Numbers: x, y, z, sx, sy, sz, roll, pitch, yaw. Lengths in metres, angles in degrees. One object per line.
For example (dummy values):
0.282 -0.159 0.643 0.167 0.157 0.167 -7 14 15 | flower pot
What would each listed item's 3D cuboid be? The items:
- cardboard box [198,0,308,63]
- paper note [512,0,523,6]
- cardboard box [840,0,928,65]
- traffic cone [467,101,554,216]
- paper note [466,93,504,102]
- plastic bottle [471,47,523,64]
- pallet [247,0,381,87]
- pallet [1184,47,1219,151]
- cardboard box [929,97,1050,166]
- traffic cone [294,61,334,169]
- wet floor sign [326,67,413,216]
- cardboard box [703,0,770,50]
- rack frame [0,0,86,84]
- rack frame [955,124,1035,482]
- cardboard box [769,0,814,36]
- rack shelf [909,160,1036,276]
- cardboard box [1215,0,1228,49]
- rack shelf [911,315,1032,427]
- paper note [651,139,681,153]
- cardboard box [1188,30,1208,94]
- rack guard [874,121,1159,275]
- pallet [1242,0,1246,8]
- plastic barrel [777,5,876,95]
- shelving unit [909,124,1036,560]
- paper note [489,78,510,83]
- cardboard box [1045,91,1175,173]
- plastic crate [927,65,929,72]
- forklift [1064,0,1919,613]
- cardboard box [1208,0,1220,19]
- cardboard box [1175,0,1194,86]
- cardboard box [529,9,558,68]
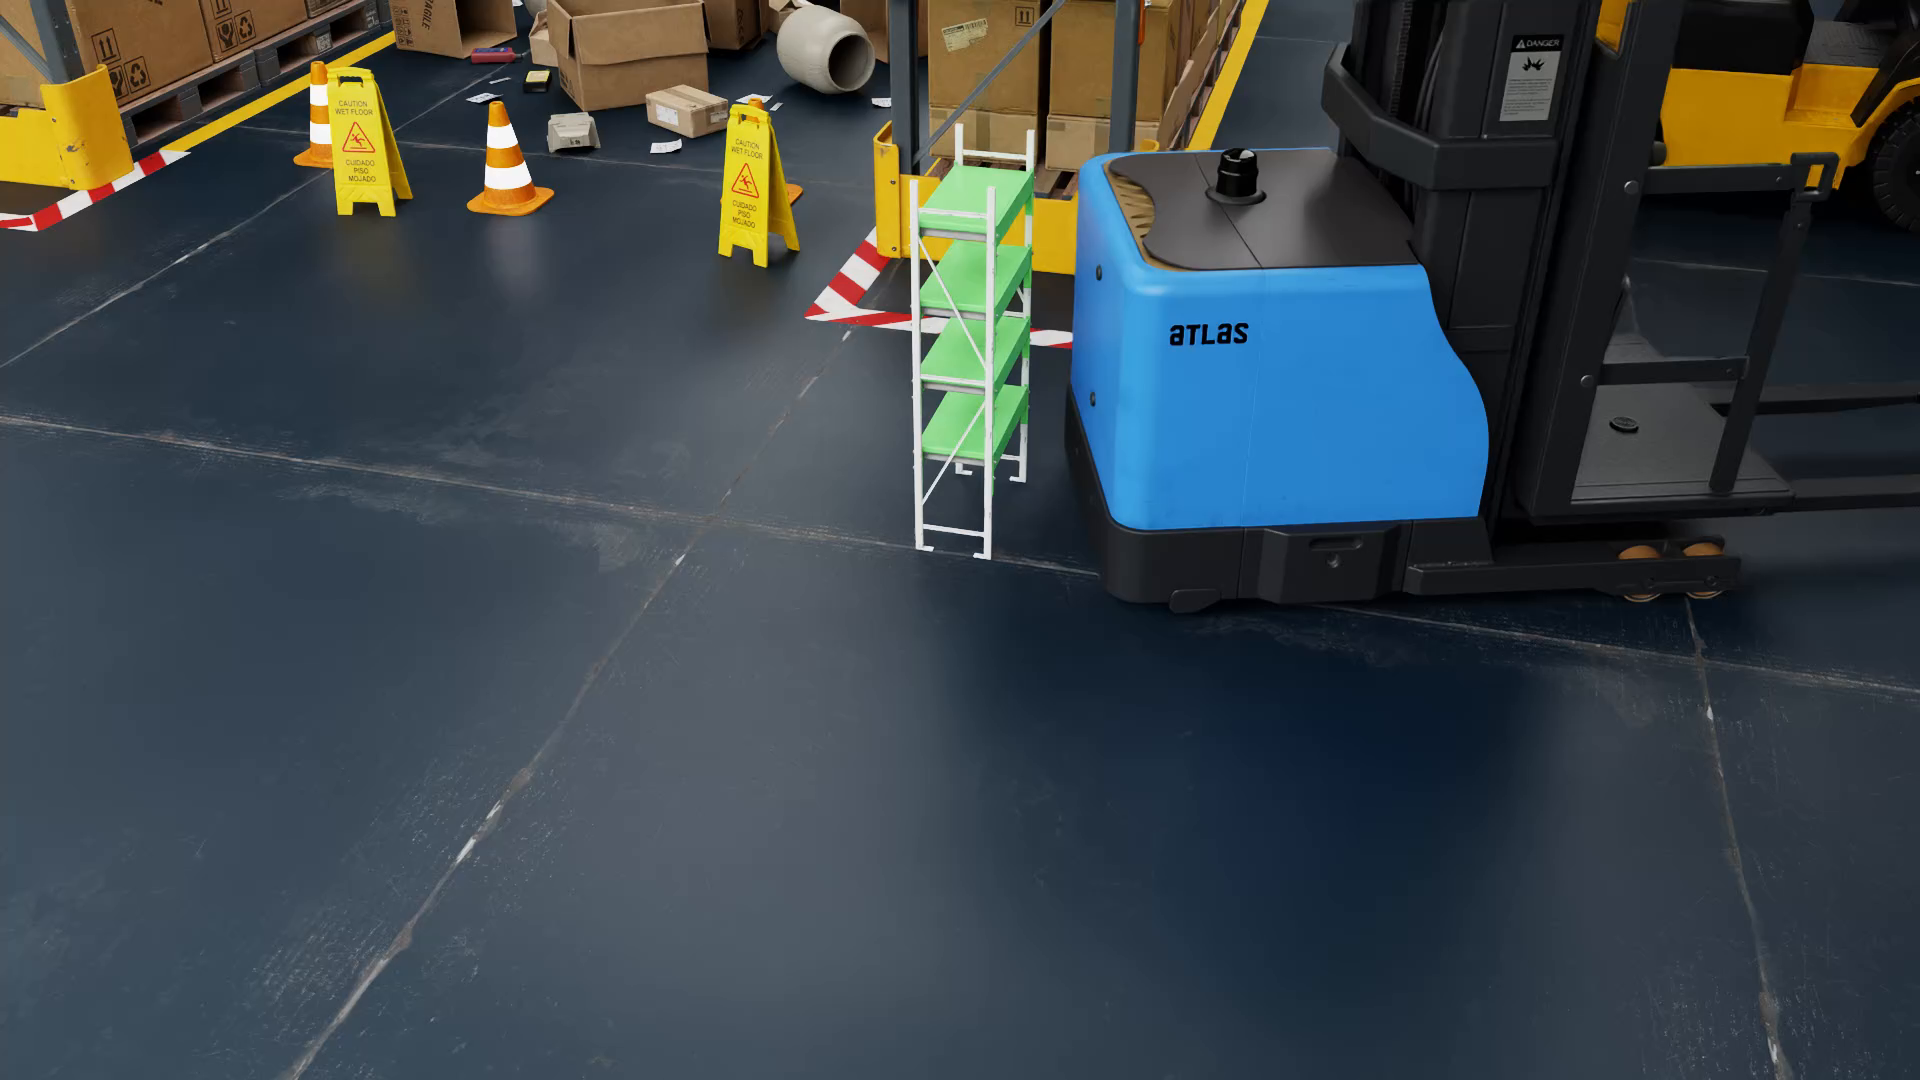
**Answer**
-4.270 -3.186 9.055 0.875 0.875 0.875 8 33 12 | cardboard box
-2.879 -3.439 10.630 0.147 0.020 0.142 -14 35 -21 | paper note
-0.359 -3.117 9.685 0.500 0.500 0.500 -21 38 -29 | cardboard box
-2.085 -1.769 7.602 0.336 0.463 0.334 8 33 12 | traffic cone
-2.570 -2.395 8.991 0.144 0.017 0.142 20 38 29 | paper note
-2.665 -2.795 9.590 0.283 0.061 0.133 -3 33 -4 | plastic bottle
-4.161 -2.968 9.722 1.003 0.211 1.213 8 33 12 | pallet
0.785 -2.377 8.792 1.003 0.211 1.213 8 33 12 | pallet
0.165 -1.952 7.696 0.500 0.250 0.500 8 33 12 | cardboard box
-3.091 -2.100 8.121 0.336 0.463 0.334 8 33 12 | traffic cone
-2.692 -1.810 7.495 0.267 0.644 0.232 3 33 4 | wet floor sign
-1.560 -3.213 9.708 0.797 0.637 0.503 8 33 12 | cardboard box
-4.600 -3.088 7.311 1.000 3.000 0.127 8 33 12 | rack frame
0.104 -0.719 5.262 0.240 1.200 0.015 8 33 12 | rack frame
-1.054 -3.258 10.127 0.258 0.266 0.396 -14 35 -21 | cardboard box
0.042 -0.943 4.840 0.258 0.148 0.480 8 33 12 | rack shelf
1.213 -2.938 9.247 0.500 0.250 0.500 7 33 11 | cardboard box
0.042 -0.538 5.098 0.258 0.148 0.480 8 33 12 | rack shelf
-1.472 -1.975 8.328 0.148 0.019 0.142 -3 33 -4 | paper note
0.949 -2.413 8.421 0.500 0.250 0.500 10 34 16 | cardboard box
0.233 -1.451 7.066 1.175 0.500 0.348 8 33 12 | rack guard
1.425 -3.770 10.983 1.003 0.211 1.213 8 33 12 | pallet
-0.726 -2.657 9.035 0.421 0.421 0.512 -21 38 -29 | plastic barrel
0.042 -0.592 5.063 0.258 1.200 0.503 8 33 12 | shelving unit
-2.566 -2.561 9.269 0.032 0.001 0.123 28 42 36 | paper note
0.686 -1.864 7.558 0.500 0.250 0.500 8 33 12 | cardboard box
0.037 -2.607 9.276 0.402 0.080 0.583 -3 33 -4 | plastic crate
1.897 -1.334 4.616 3.031 2.935 1.130 -3 33 -4 | forklift
1.083 -3.003 8.650 0.500 0.500 0.500 10 34 15 | cardboard box
0.820 -2.465 7.804 0.500 0.500 0.500 7 33 11 | cardboard box
-2.239 -2.867 9.512 0.396 0.266 0.258 14 35 21 | cardboard box
